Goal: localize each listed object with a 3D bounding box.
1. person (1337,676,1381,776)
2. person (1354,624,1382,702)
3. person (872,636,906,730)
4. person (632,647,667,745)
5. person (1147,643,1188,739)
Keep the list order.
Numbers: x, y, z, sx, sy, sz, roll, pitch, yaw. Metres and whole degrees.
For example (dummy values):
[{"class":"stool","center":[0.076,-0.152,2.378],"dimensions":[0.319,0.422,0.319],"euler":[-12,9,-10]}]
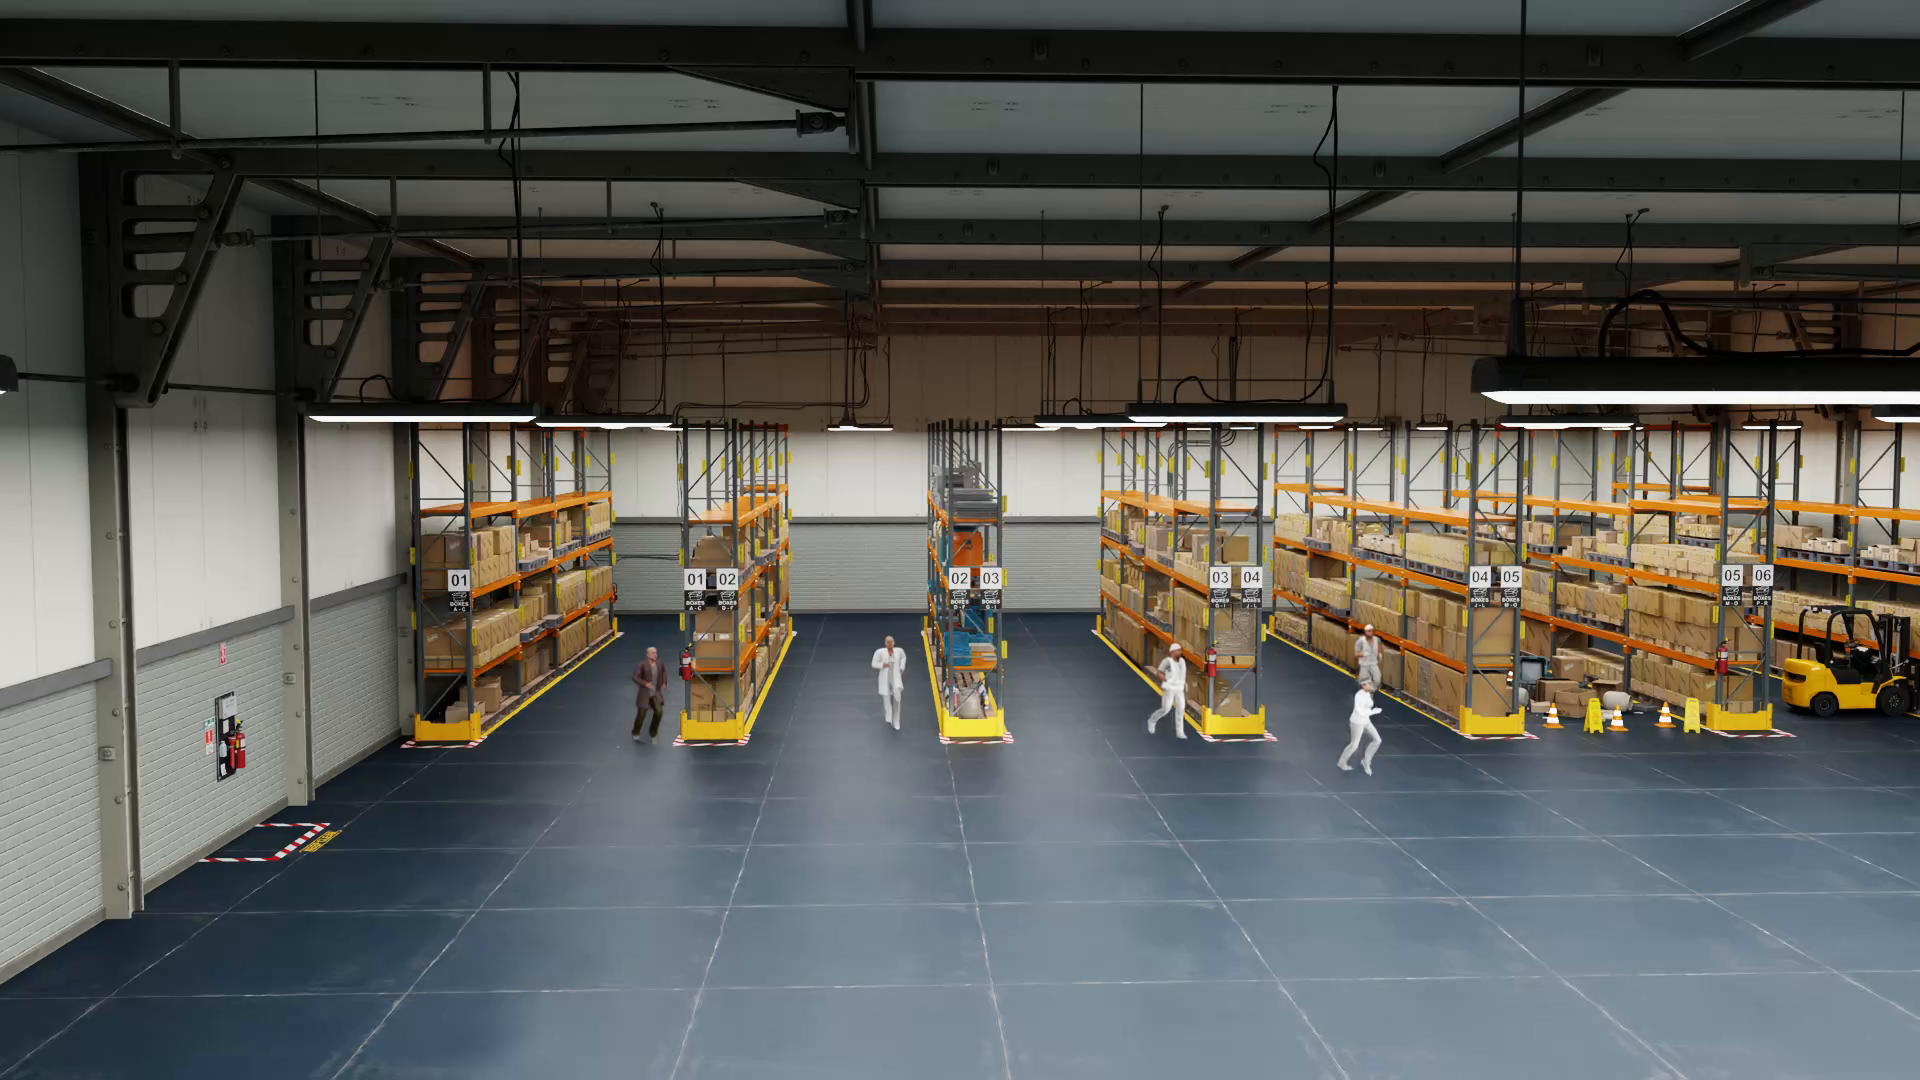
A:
[{"class":"person","center":[6.714,3.094,27.890],"dimensions":[0.796,1.688,0.640],"euler":[3,5,37]},{"class":"person","center":[8.503,2.611,34.546],"dimensions":[0.697,1.743,0.806],"euler":[-1,4,-8]},{"class":"person","center":[-1.389,2.777,32.426],"dimensions":[0.681,1.835,0.896],"euler":[0,4,-6]},{"class":"person","center":[-5.715,2.892,30.744],"dimensions":[0.761,1.839,0.740],"euler":[-2,4,-34]},{"class":"person","center":[4.047,2.823,31.357],"dimensions":[0.752,1.749,0.981],"euler":[-3,5,-38]}]
